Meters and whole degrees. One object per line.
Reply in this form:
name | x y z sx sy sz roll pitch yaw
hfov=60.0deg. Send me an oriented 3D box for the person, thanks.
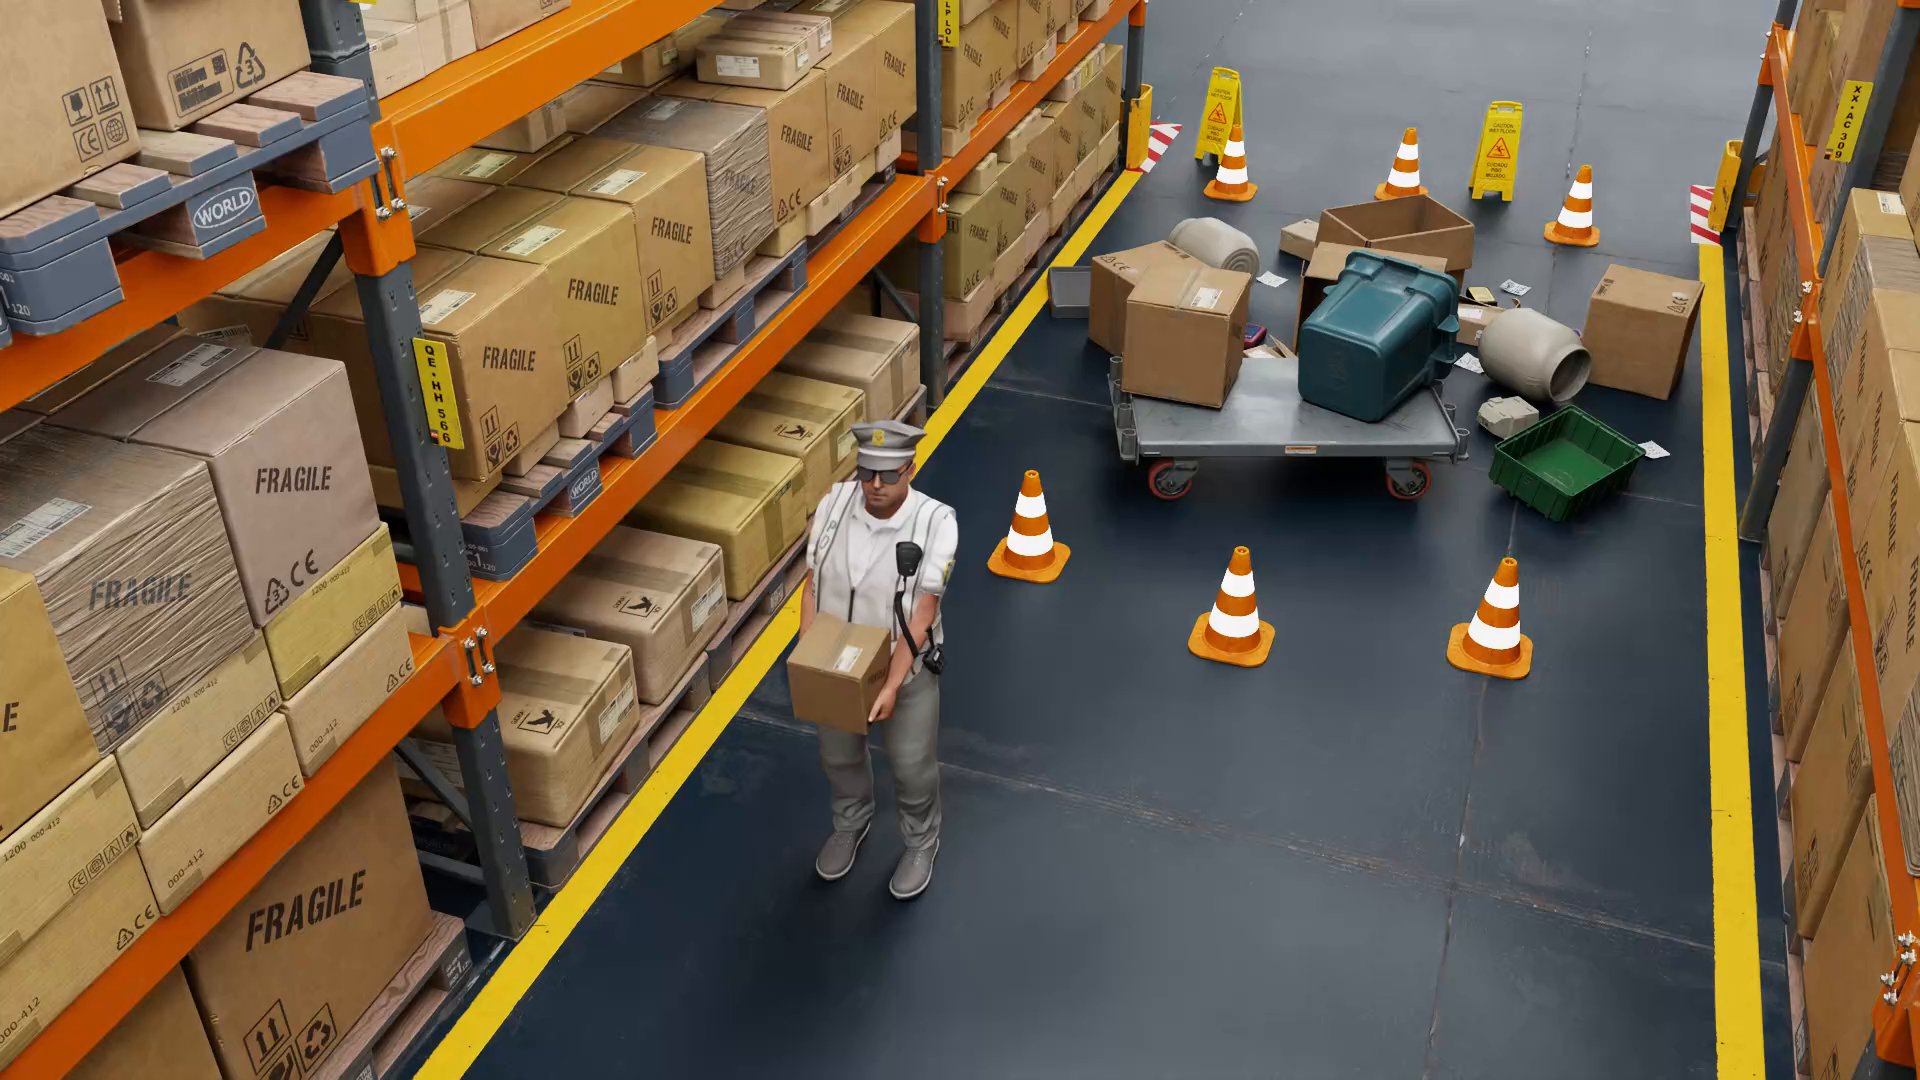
person | -0.288 0.436 5.453 0.494 1.761 0.569 12 35 17
